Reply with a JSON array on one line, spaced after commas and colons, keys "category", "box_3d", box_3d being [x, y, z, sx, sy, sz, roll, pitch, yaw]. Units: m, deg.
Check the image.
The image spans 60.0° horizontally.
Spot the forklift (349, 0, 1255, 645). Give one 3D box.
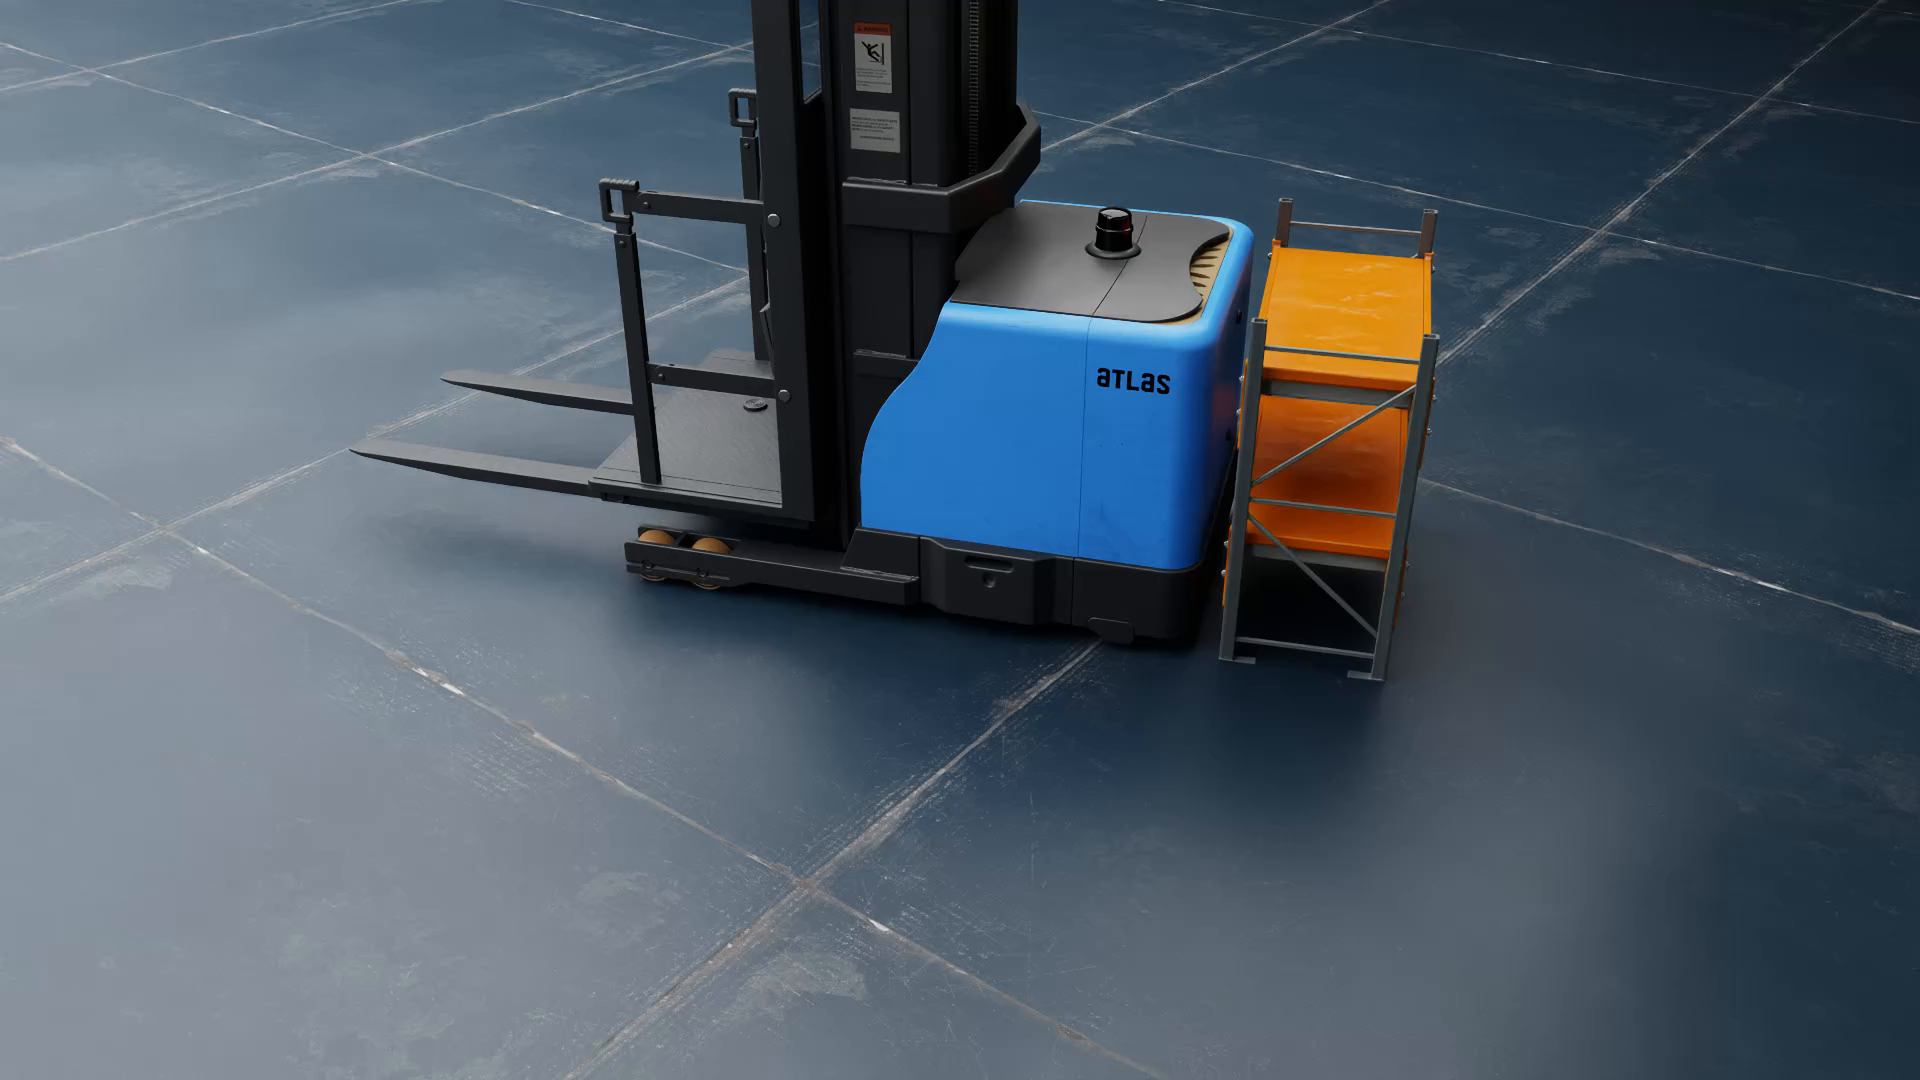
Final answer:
[{"category": "forklift", "box_3d": [-0.607, -1.347, 5.148, 3.031, 2.935, 1.130, 8, 32, 13]}]

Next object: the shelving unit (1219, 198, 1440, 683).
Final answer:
[{"category": "shelving unit", "box_3d": [1.164, -0.343, 5.225, 0.538, 1.125, 1.048, 7, 31, 12]}]

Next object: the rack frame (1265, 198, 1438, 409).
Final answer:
[{"category": "rack frame", "box_3d": [1.283, -0.595, 5.650, 0.500, 1.125, 0.032, 7, 31, 12]}]

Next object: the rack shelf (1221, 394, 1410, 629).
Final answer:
[{"category": "rack shelf", "box_3d": [1.164, -0.132, 5.350, 0.538, 0.278, 1.000, 7, 31, 12]}]

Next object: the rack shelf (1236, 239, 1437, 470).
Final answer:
[{"category": "rack shelf", "box_3d": [1.164, -0.595, 5.076, 0.538, 0.278, 1.000, 7, 31, 12]}]

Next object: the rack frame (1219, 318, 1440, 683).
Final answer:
[{"category": "rack frame", "box_3d": [1.044, -0.091, 4.800, 0.500, 1.125, 0.032, 7, 31, 12]}]
